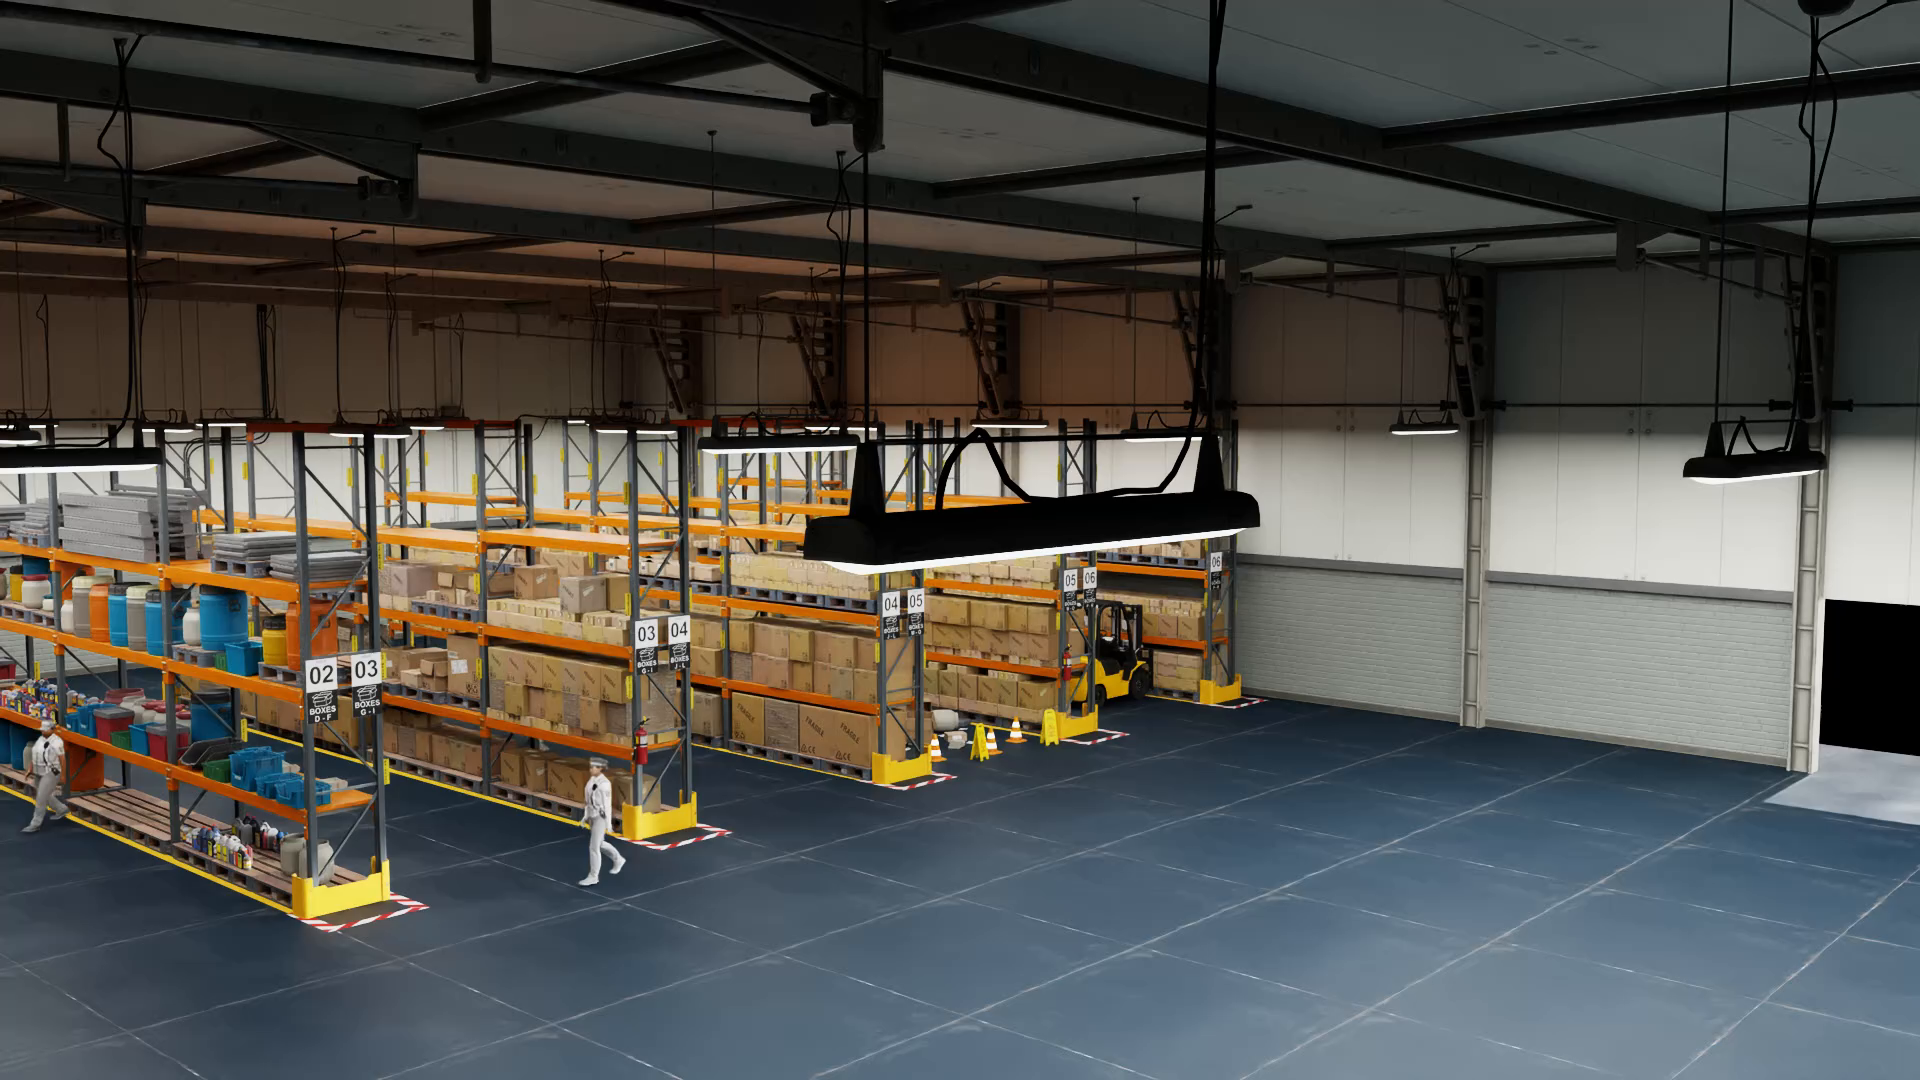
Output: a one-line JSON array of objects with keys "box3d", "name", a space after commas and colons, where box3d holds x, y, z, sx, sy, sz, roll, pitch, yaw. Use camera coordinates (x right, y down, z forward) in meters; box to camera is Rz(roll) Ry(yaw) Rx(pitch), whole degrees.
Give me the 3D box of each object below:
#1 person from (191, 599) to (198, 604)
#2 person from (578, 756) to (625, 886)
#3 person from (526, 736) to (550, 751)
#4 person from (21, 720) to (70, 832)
[{"box3d": [-17.963, 2.253, 39.044, 0.616, 1.765, 0.714, 1, 5, 7], "name": "person"}, {"box3d": [-4.769, 3.688, 22.096, 0.780, 1.660, 0.470, -3, 6, -35], "name": "person"}, {"box3d": [-7.775, 2.971, 30.641, 0.691, 1.785, 0.560, 2, 5, 20], "name": "person"}, {"box3d": [-13.654, 3.493, 24.832, 0.546, 1.628, 0.868, 2, 5, 23], "name": "person"}]
